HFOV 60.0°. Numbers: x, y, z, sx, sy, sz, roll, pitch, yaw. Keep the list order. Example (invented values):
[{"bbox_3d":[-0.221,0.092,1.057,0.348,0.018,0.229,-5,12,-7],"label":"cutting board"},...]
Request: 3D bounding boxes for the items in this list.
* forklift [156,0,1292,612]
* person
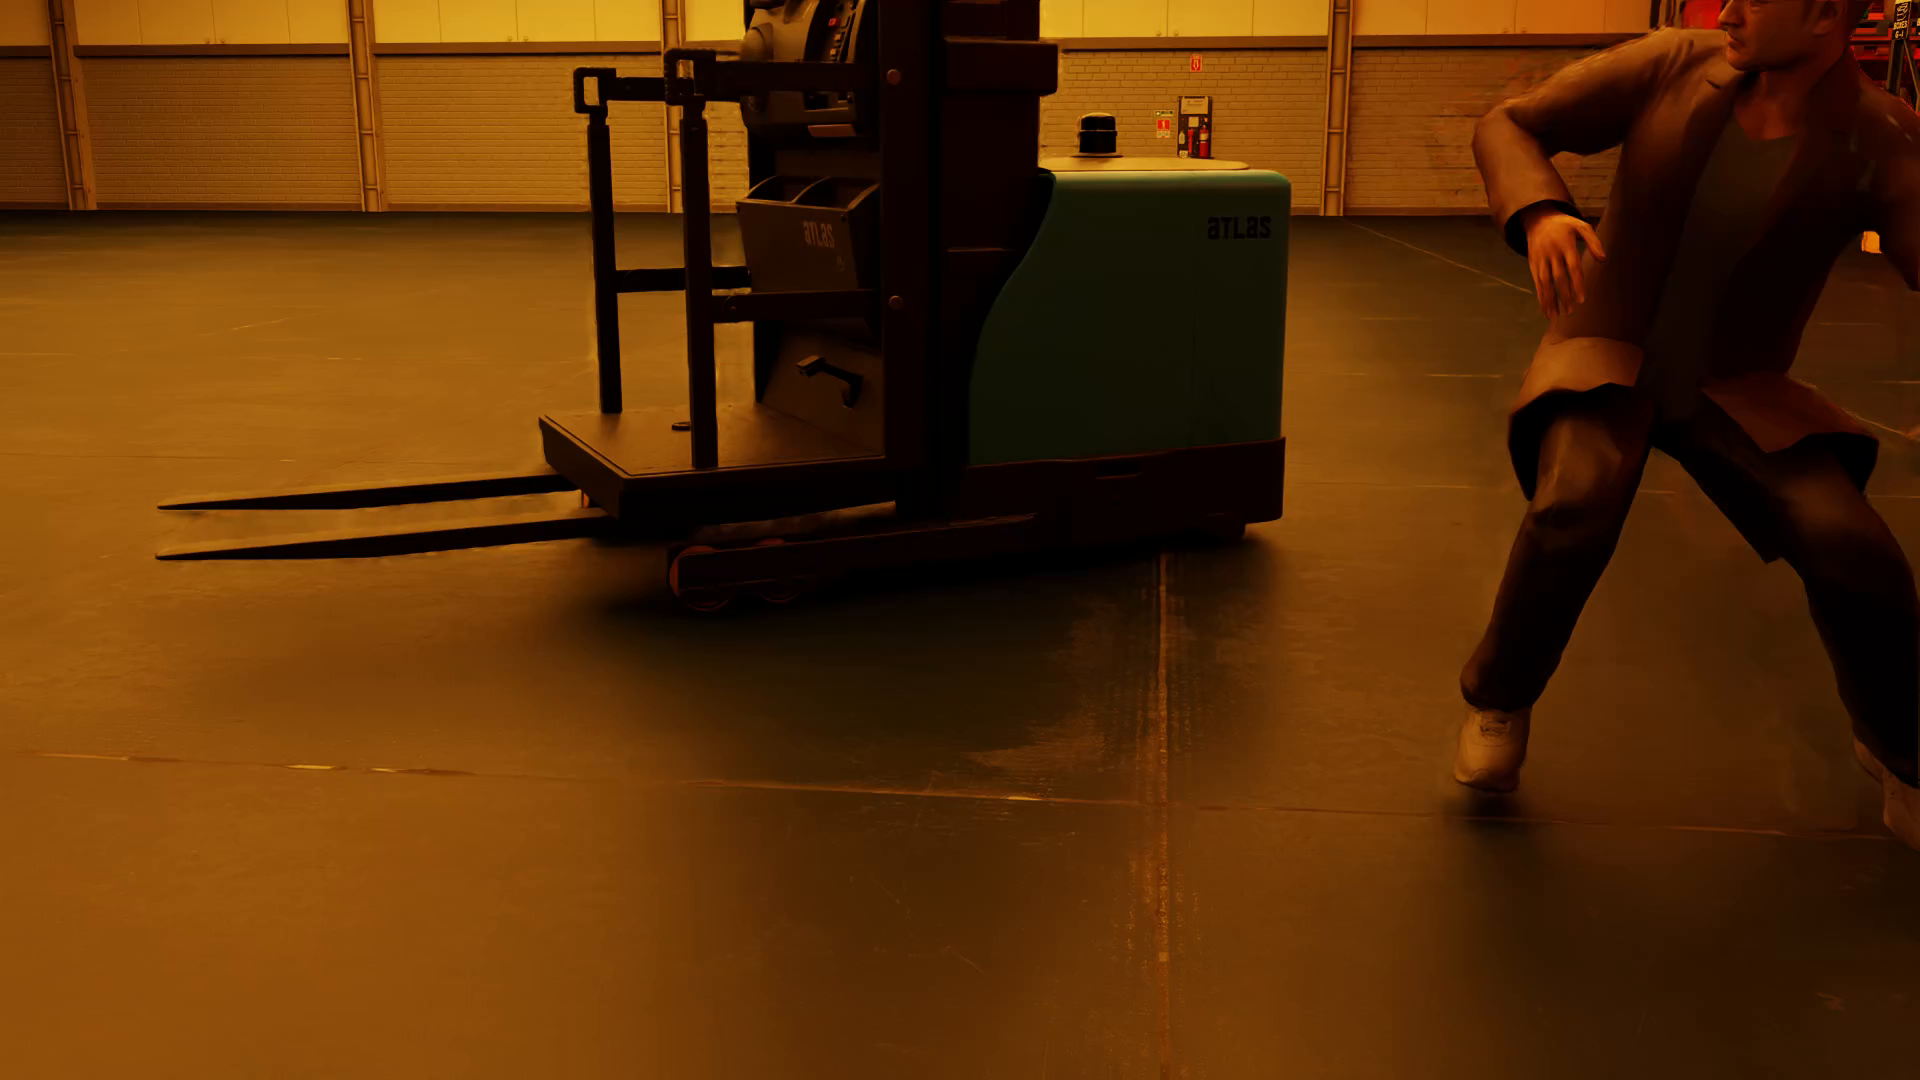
[{"bbox_3d":[-0.601,-1.384,4.428,3.031,2.935,1.130,-6,14,-24],"label":"forklift"},{"bbox_3d":[1.261,-0.221,2.725,0.879,1.547,0.859,4,14,18],"label":"person"}]
